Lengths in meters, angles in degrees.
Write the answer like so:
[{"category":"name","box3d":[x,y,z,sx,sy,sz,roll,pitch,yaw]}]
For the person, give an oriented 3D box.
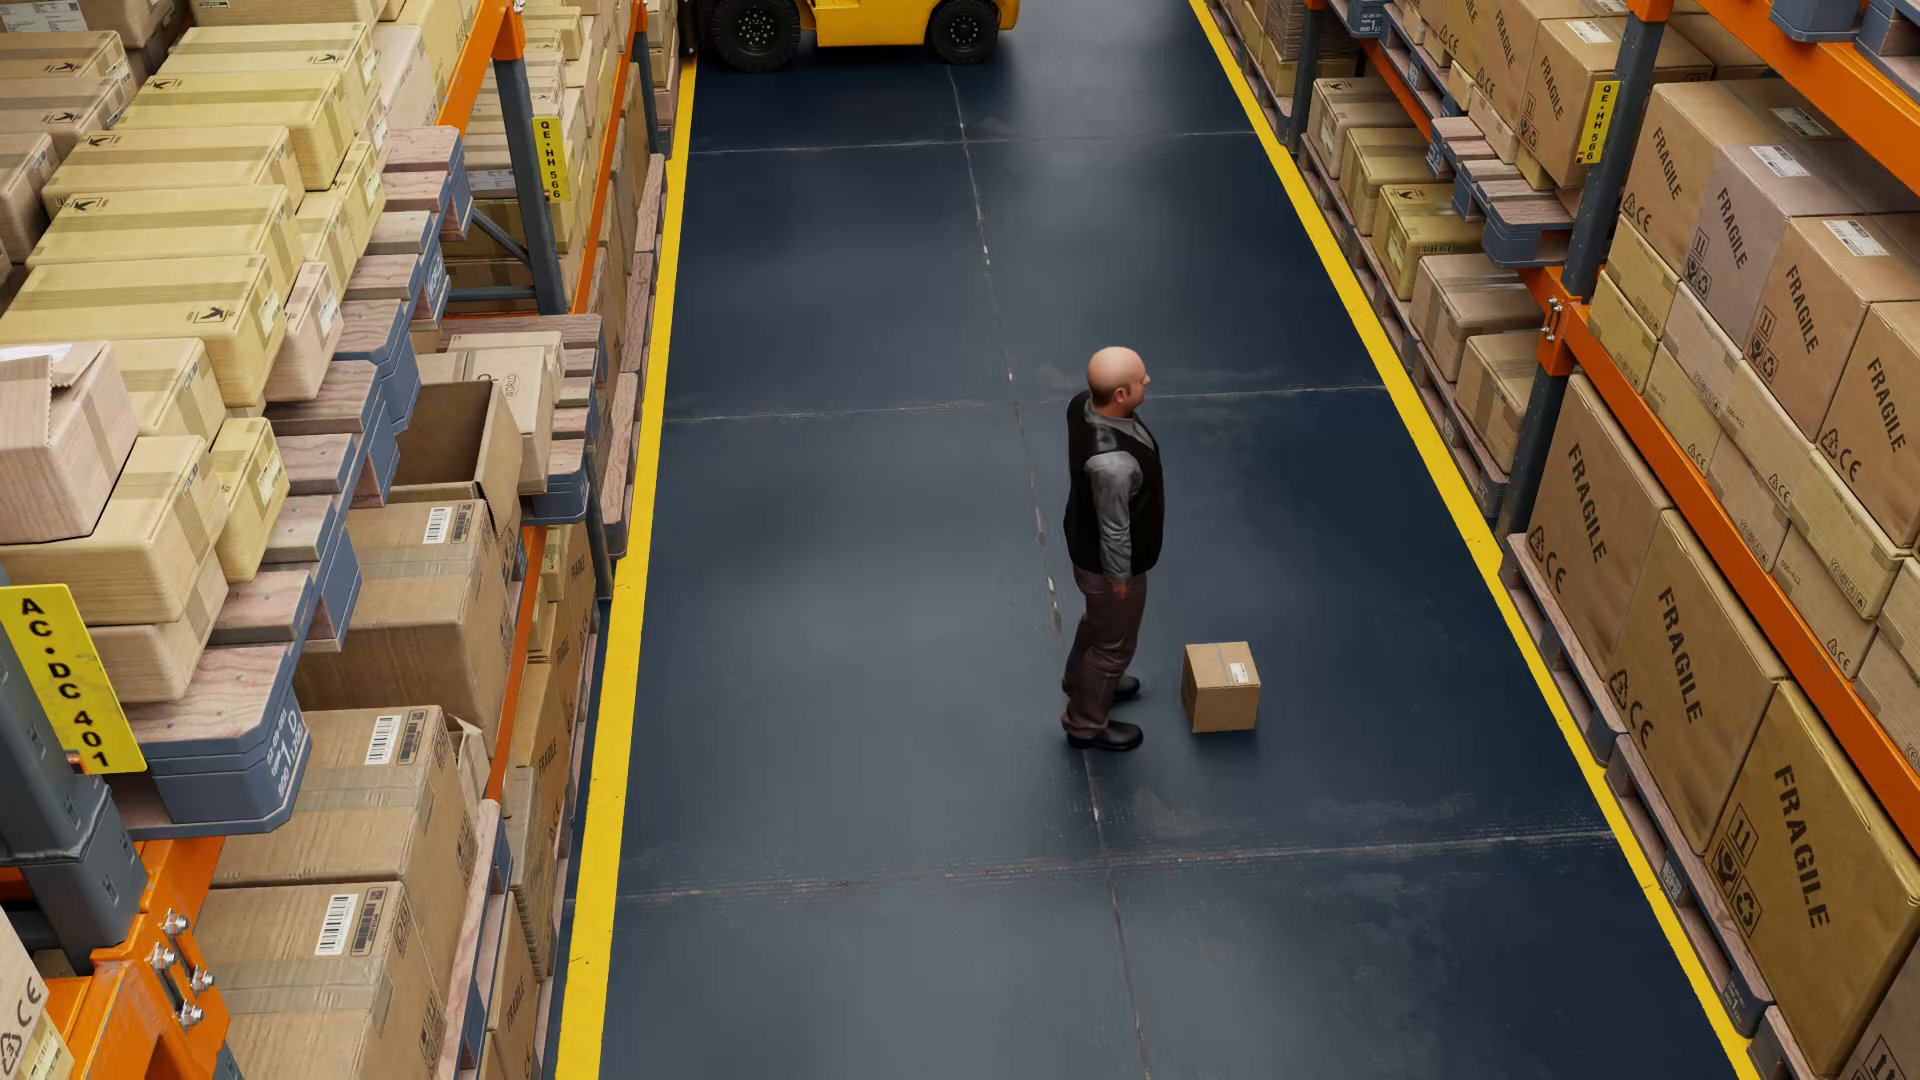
[{"category":"person","box3d":[0.561,0.028,6.145,0.360,1.716,0.531,-2,39,-3]}]
